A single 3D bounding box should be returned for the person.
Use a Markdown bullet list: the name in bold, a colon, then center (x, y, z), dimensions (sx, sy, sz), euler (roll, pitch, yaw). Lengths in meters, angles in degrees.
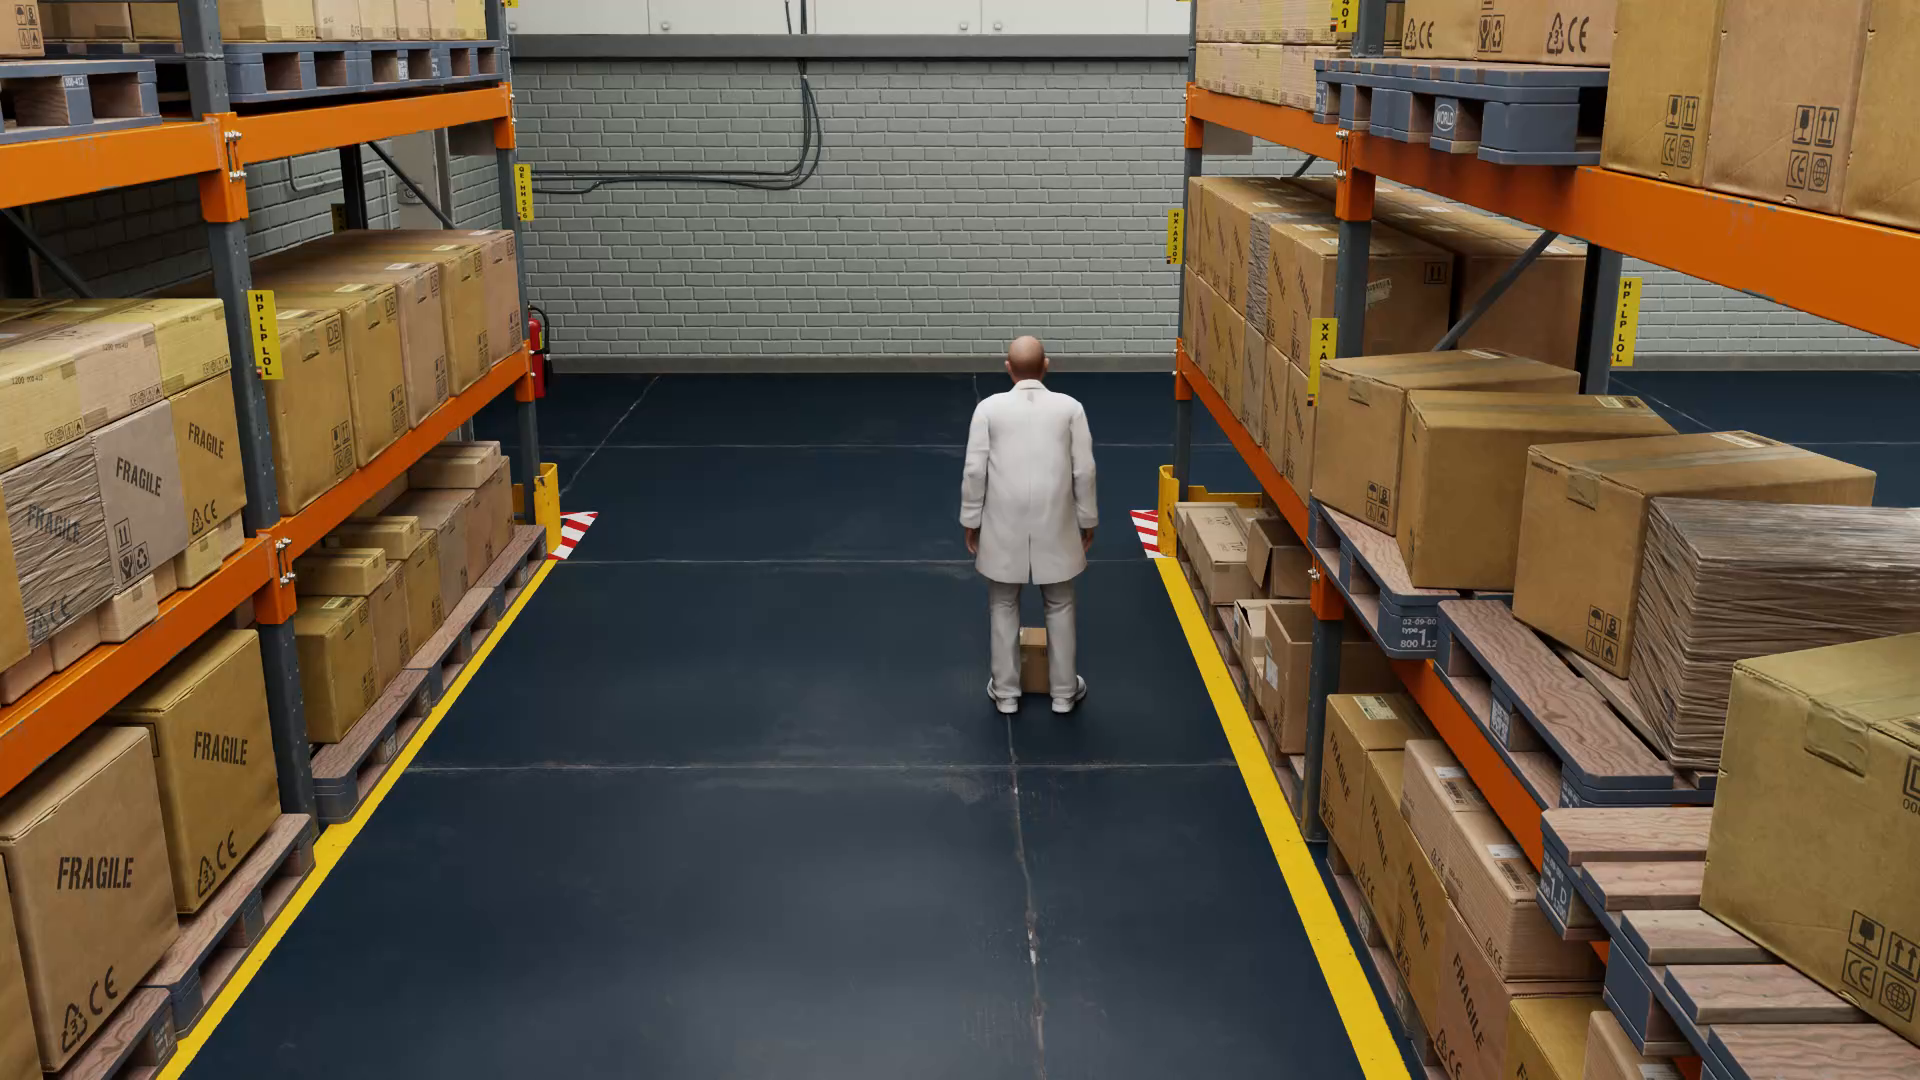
- **person**: center (0.325, -0.064, 7.781), dimensions (0.650, 1.774, 0.417), euler (0, 17, 1)
